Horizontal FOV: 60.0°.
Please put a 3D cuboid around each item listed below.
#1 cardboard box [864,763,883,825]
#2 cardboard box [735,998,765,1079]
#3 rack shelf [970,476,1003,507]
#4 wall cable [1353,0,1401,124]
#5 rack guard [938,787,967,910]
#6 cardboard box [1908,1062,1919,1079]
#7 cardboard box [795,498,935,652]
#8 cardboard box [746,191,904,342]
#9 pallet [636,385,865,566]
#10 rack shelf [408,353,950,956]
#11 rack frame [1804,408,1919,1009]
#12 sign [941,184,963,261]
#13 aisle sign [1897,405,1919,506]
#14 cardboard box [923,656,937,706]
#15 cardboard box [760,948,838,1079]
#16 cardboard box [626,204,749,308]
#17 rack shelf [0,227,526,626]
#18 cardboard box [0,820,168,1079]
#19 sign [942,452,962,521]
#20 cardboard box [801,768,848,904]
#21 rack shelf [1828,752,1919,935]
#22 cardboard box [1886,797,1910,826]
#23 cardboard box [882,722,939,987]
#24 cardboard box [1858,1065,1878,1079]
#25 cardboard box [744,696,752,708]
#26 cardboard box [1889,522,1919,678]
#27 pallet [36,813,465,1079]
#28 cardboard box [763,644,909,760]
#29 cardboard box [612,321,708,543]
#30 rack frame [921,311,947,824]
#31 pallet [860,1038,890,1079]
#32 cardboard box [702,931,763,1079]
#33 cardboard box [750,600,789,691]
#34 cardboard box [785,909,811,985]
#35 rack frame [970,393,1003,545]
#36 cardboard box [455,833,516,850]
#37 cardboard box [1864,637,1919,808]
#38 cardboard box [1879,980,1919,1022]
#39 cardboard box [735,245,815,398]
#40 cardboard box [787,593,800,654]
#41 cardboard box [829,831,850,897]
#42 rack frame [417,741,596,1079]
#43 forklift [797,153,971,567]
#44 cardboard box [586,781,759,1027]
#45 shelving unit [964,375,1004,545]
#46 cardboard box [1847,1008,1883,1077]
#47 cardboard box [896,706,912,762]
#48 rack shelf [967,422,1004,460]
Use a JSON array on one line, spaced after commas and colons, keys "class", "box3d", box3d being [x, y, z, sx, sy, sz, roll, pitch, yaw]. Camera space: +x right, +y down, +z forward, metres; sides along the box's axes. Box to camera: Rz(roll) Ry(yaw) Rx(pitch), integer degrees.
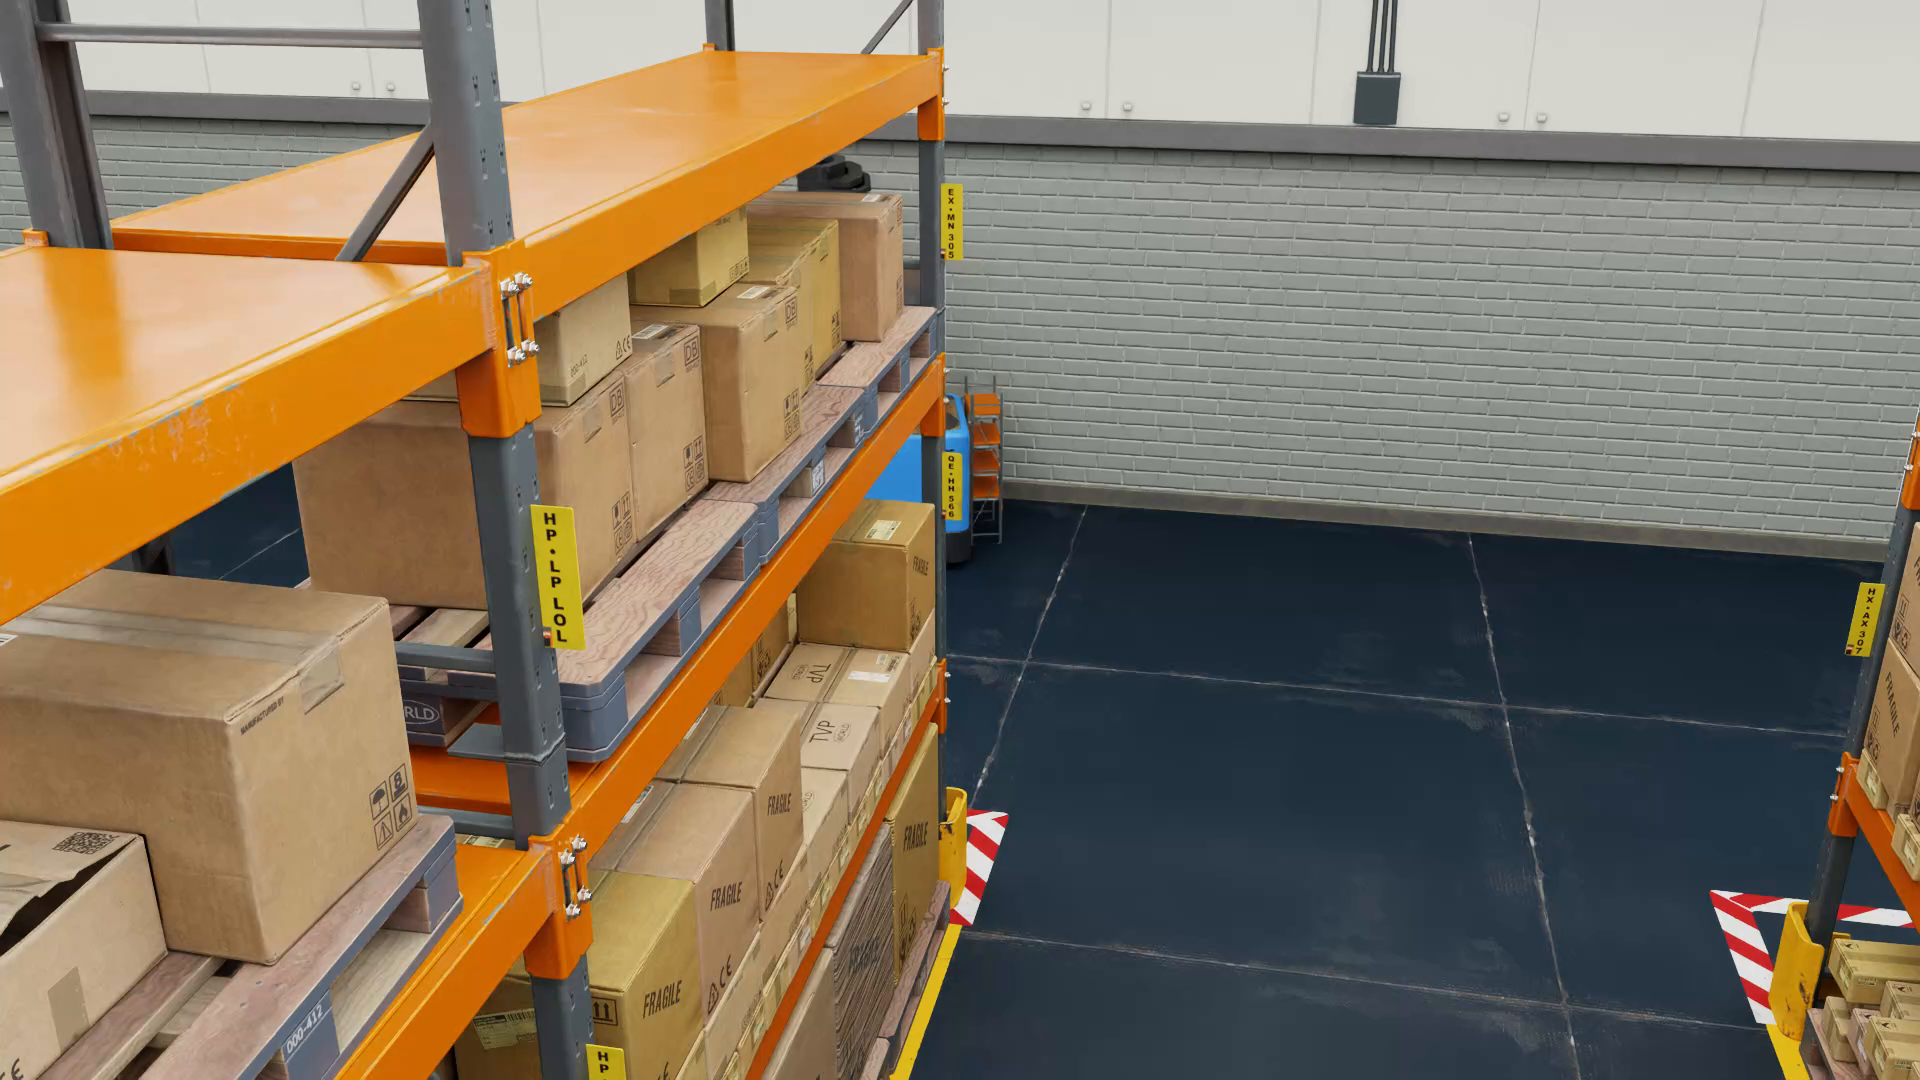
[{"class": "cardboard box", "box3d": [-0.524, 1.004, 6.683, 0.380, 0.149, 0.250, 4, 22, 10]}, {"class": "cardboard box", "box3d": [-0.838, 1.566, 5.287, 0.380, 0.149, 0.250, 4, 22, 9]}, {"class": "rack shelf", "box3d": [0.178, -0.369, 12.874, 0.258, 0.148, 0.480, -2, 22, -5]}, {"class": "wall cable", "box3d": [3.961, -5.722, 10.710, 2.277, 5.999, 0.120, 4, 22, 11]}, {"class": "rack guard", "box3d": [-0.562, 1.509, 8.438, 1.175, 0.500, 0.348, 4, 22, 11]}, {"class": "cardboard box", "box3d": [3.744, 2.080, 6.132, 0.380, 0.149, 0.250, 3, 22, 8]}, {"class": "cardboard box", "box3d": [-0.409, 0.140, 7.290, 0.500, 0.500, 0.500, 5, 22, 12]}, {"class": "cardboard box", "box3d": [-0.621, -1.127, 6.791, 0.700, 0.500, 0.500, 3, 22, 8]}, {"class": "pallet", "box3d": [-0.955, -0.273, 5.619, 1.003, 0.211, 1.213, 4, 22, 11]}, {"class": "rack shelf", "box3d": [-0.975, 0.032, 5.707, 1.077, 0.370, 4.000, 4, 22, 11]}, {"class": "rack frame", "box3d": [4.268, 0.773, 6.919, 1.000, 3.000, 0.127, 4, 22, 11]}, {"class": "sign", "box3d": [-0.039, -1.361, 7.123, 0.100, 0.325, 0.005, 4, 22, 11]}, {"class": "aisle sign", "box3d": [3.989, -0.482, 6.556, 0.394, 0.787, 0.004, 4, 22, 11]}, {"class": "cardboard box", "box3d": [-0.317, 0.630, 7.611, 0.380, 0.149, 0.250, 5, 22, 12]}, {"class": "cardboard box", "box3d": [-0.987, 2.047, 6.037, 0.875, 0.875, 0.875, 4, 22, 11]}, {"class": "cardboard box", "box3d": [-0.989, -0.931, 5.301, 0.500, 0.250, 0.500, 4, 22, 9]}, {"class": "rack shelf", "box3d": [-1.791, 0.289, 1.589, 1.077, 0.370, 4.000, 4, 22, 11]}, {"class": "cardboard box", "box3d": [-1.695, 0.670, 2.716, 0.500, 0.311, 0.500, 4, 22, 9]}, {"class": "sign", "box3d": [-0.039, -0.242, 7.574, 0.100, 0.325, 0.005, 4, 22, 11]}, {"class": "cardboard box", "box3d": [-0.716, 1.050, 6.035, 0.500, 0.250, 0.500, 4, 22, 11]}, {"class": "rack shelf", "box3d": [3.860, 1.838, 5.237, 1.077, 0.370, 4.000, 4, 22, 11]}, {"class": "cardboard box", "box3d": [3.870, 1.079, 6.495, 0.380, 0.149, 0.250, 5, 23, 13]}, {"class": "cardboard box", "box3d": [-0.619, 1.389, 7.672, 0.875, 0.875, 0.875, 4, 22, 11]}, {"class": "cardboard box", "box3d": [3.875, 2.170, 6.705, 0.380, 0.149, 0.250, 4, 22, 11]}, {"class": "cardboard box", "box3d": [-1.135, 0.819, 6.608, 0.500, 0.250, 0.500, 4, 22, 9]}, {"class": "cardboard box", "box3d": [3.917, 0.269, 6.300, 0.500, 0.500, 0.500, 4, 22, 11]}, {"class": "pallet", "box3d": [-1.522, 0.857, 2.951, 0.805, 0.209, 1.217, 4, 22, 9]}, {"class": "cardboard box", "box3d": [-0.510, 0.673, 6.971, 0.500, 0.250, 0.500, 4, 22, 10]}, {"class": "cardboard box", "box3d": [-1.168, -0.345, 4.850, 0.700, 0.500, 0.500, 6, 23, 14]}, {"class": "rack frame", "box3d": [-0.567, 0.358, 7.949, 1.000, 3.000, 0.127, 4, 22, 11]}, {"class": "pallet", "box3d": [-0.905, 2.395, 6.625, 1.003, 0.211, 1.213, 4, 22, 11]}, {"class": "cardboard box", "box3d": [-0.924, 1.419, 5.117, 0.500, 0.250, 0.500, 4, 22, 11]}, {"class": "cardboard box", "box3d": [-1.031, 0.280, 6.943, 0.500, 0.500, 0.500, 4, 22, 10]}, {"class": "cardboard box", "box3d": [-0.733, 1.381, 5.747, 0.380, 0.149, 0.250, 5, 22, 12]}, {"class": "rack frame", "box3d": [0.200, -0.524, 12.549, 0.240, 1.200, 0.015, -2, 22, -5]}, {"class": "cardboard box", "box3d": [-1.445, 1.033, 5.072, 0.500, 0.500, 0.500, 5, 22, 11]}, {"class": "cardboard box", "box3d": [3.906, 0.732, 6.489, 0.500, 0.500, 0.500, 6, 23, 13]}, {"class": "cardboard box", "box3d": [3.890, 1.900, 6.577, 0.380, 0.149, 0.250, 5, 22, 12]}, {"class": "cardboard box", "box3d": [-0.911, -0.737, 5.824, 0.700, 0.500, 0.500, 3, 22, 7]}, {"class": "cardboard box", "box3d": [-0.929, 0.445, 7.537, 0.500, 0.250, 0.500, 4, 22, 9]}, {"class": "cardboard box", "box3d": [-0.629, 1.189, 6.223, 0.380, 0.149, 0.250, 5, 22, 12]}, {"class": "rack frame", "box3d": [-1.383, 1.821, 4.317, 1.000, 3.000, 0.127, 4, 22, 11]}, {"class": "forklift", "box3d": [-1.458, -1.286, 12.122, 3.031, 2.935, 1.130, -1, 22, -4]}, {"class": "cardboard box", "box3d": [-0.927, 1.069, 4.982, 0.500, 0.500, 0.500, 4, 22, 11]}, {"class": "shelving unit", "box3d": [0.178, -0.615, 12.775, 0.258, 1.200, 0.503, -2, 22, -5]}, {"class": "cardboard box", "box3d": [3.799, 2.031, 6.652, 0.380, 0.149, 0.250, 4, 22, 11]}, {"class": "cardboard box", "box3d": [-0.421, 0.817, 7.145, 0.380, 0.149, 0.250, 5, 22, 11]}, {"class": "rack shelf", "box3d": [0.179, -0.760, 12.717, 0.258, 0.148, 0.480, -2, 22, -5]}]
